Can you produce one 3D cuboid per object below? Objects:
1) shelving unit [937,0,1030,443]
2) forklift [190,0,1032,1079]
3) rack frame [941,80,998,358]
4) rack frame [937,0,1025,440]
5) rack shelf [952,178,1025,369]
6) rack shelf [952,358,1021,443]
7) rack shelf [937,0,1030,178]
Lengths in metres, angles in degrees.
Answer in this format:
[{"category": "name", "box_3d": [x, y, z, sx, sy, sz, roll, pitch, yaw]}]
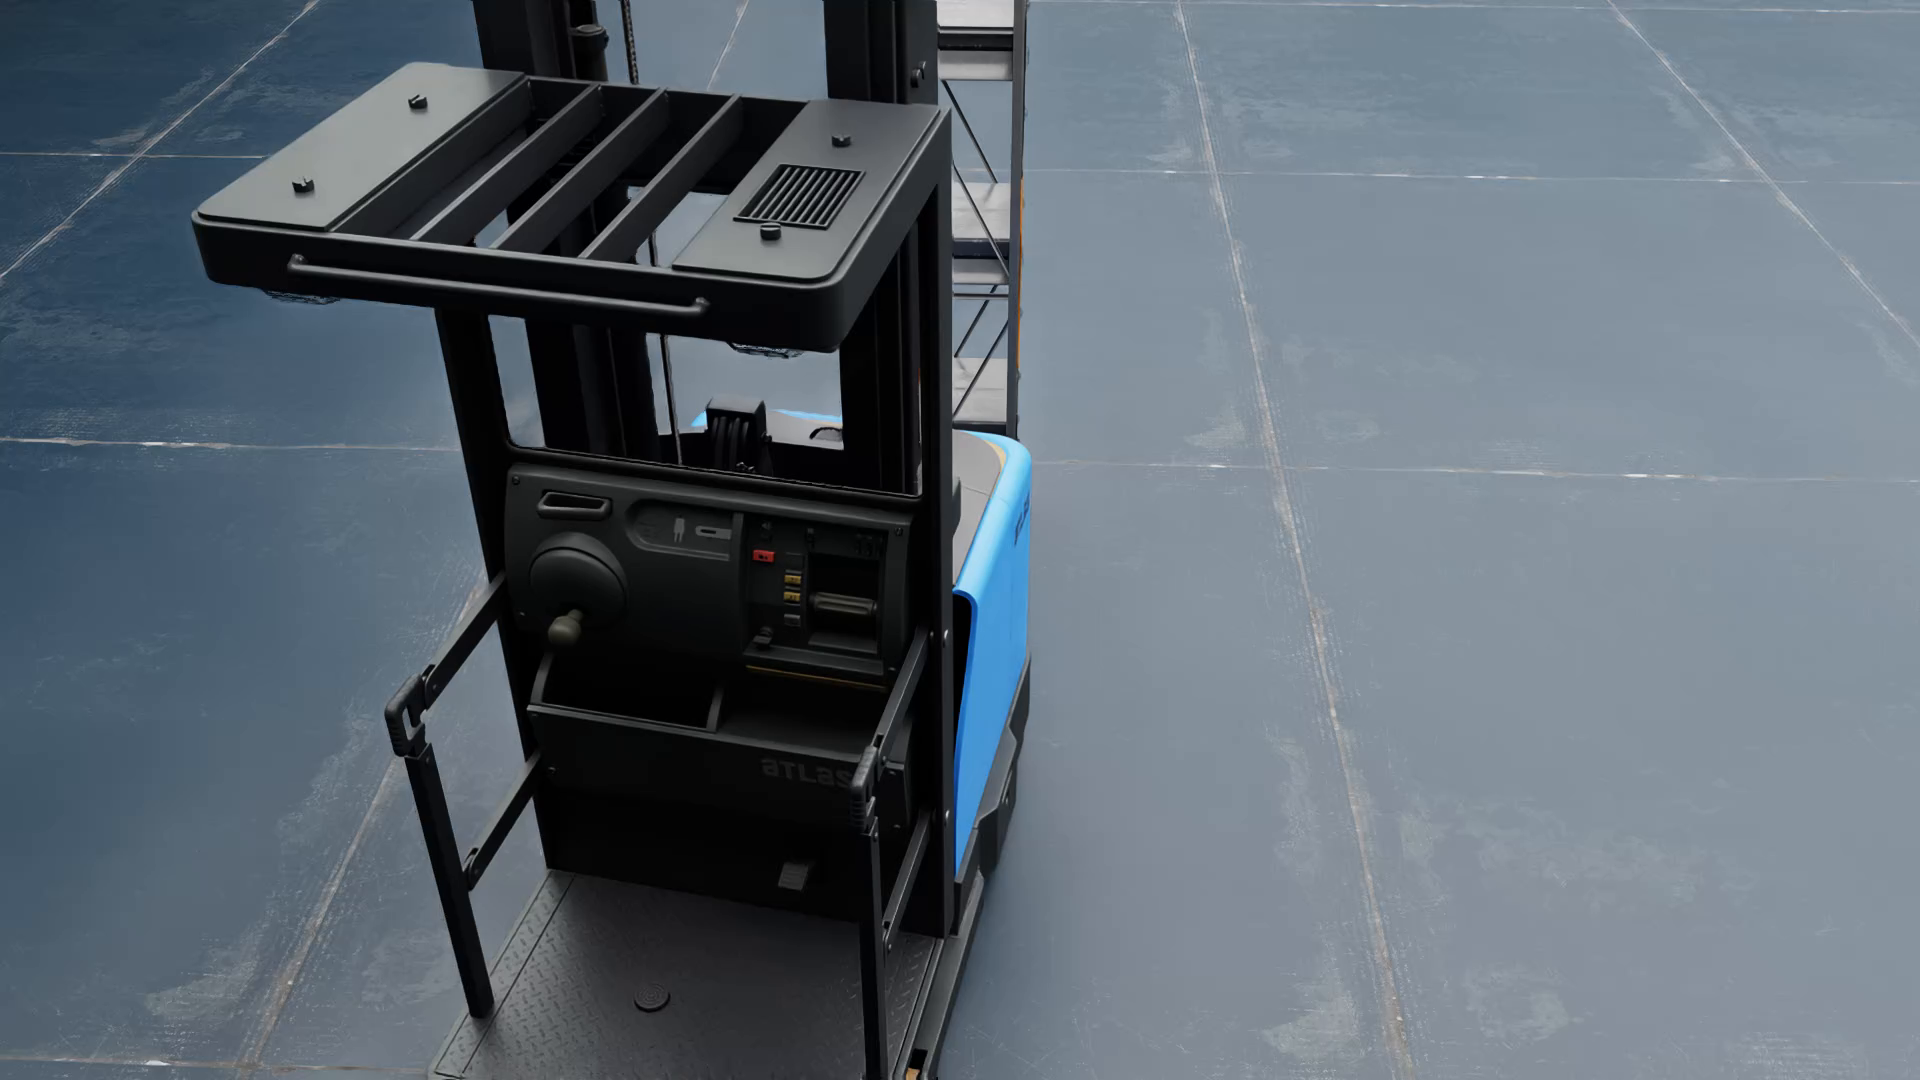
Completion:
[{"category": "shelving unit", "box_3d": [0.007, -0.954, 5.782, 0.431, 2.100, 0.503, 1, 35, 2]}, {"category": "forklift", "box_3d": [-0.612, 0.144, 3.497, 1.130, 2.935, 3.031, 8, 36, 11]}, {"category": "rack frame", "box_3d": [0.016, -1.094, 5.981, 0.400, 2.100, 0.015, 1, 35, 2]}, {"category": "rack frame", "box_3d": [-0.003, -0.814, 5.582, 0.400, 2.100, 0.015, 1, 35, 2]}, {"category": "rack shelf", "box_3d": [0.007, -0.943, 5.789, 0.431, 0.518, 0.480, 1, 35, 2]}, {"category": "rack shelf", "box_3d": [0.007, -0.370, 6.192, 0.431, 0.518, 0.480, 1, 35, 2]}, {"category": "rack shelf", "box_3d": [0.007, -1.516, 5.387, 0.431, 0.518, 0.480, 1, 35, 2]}]
